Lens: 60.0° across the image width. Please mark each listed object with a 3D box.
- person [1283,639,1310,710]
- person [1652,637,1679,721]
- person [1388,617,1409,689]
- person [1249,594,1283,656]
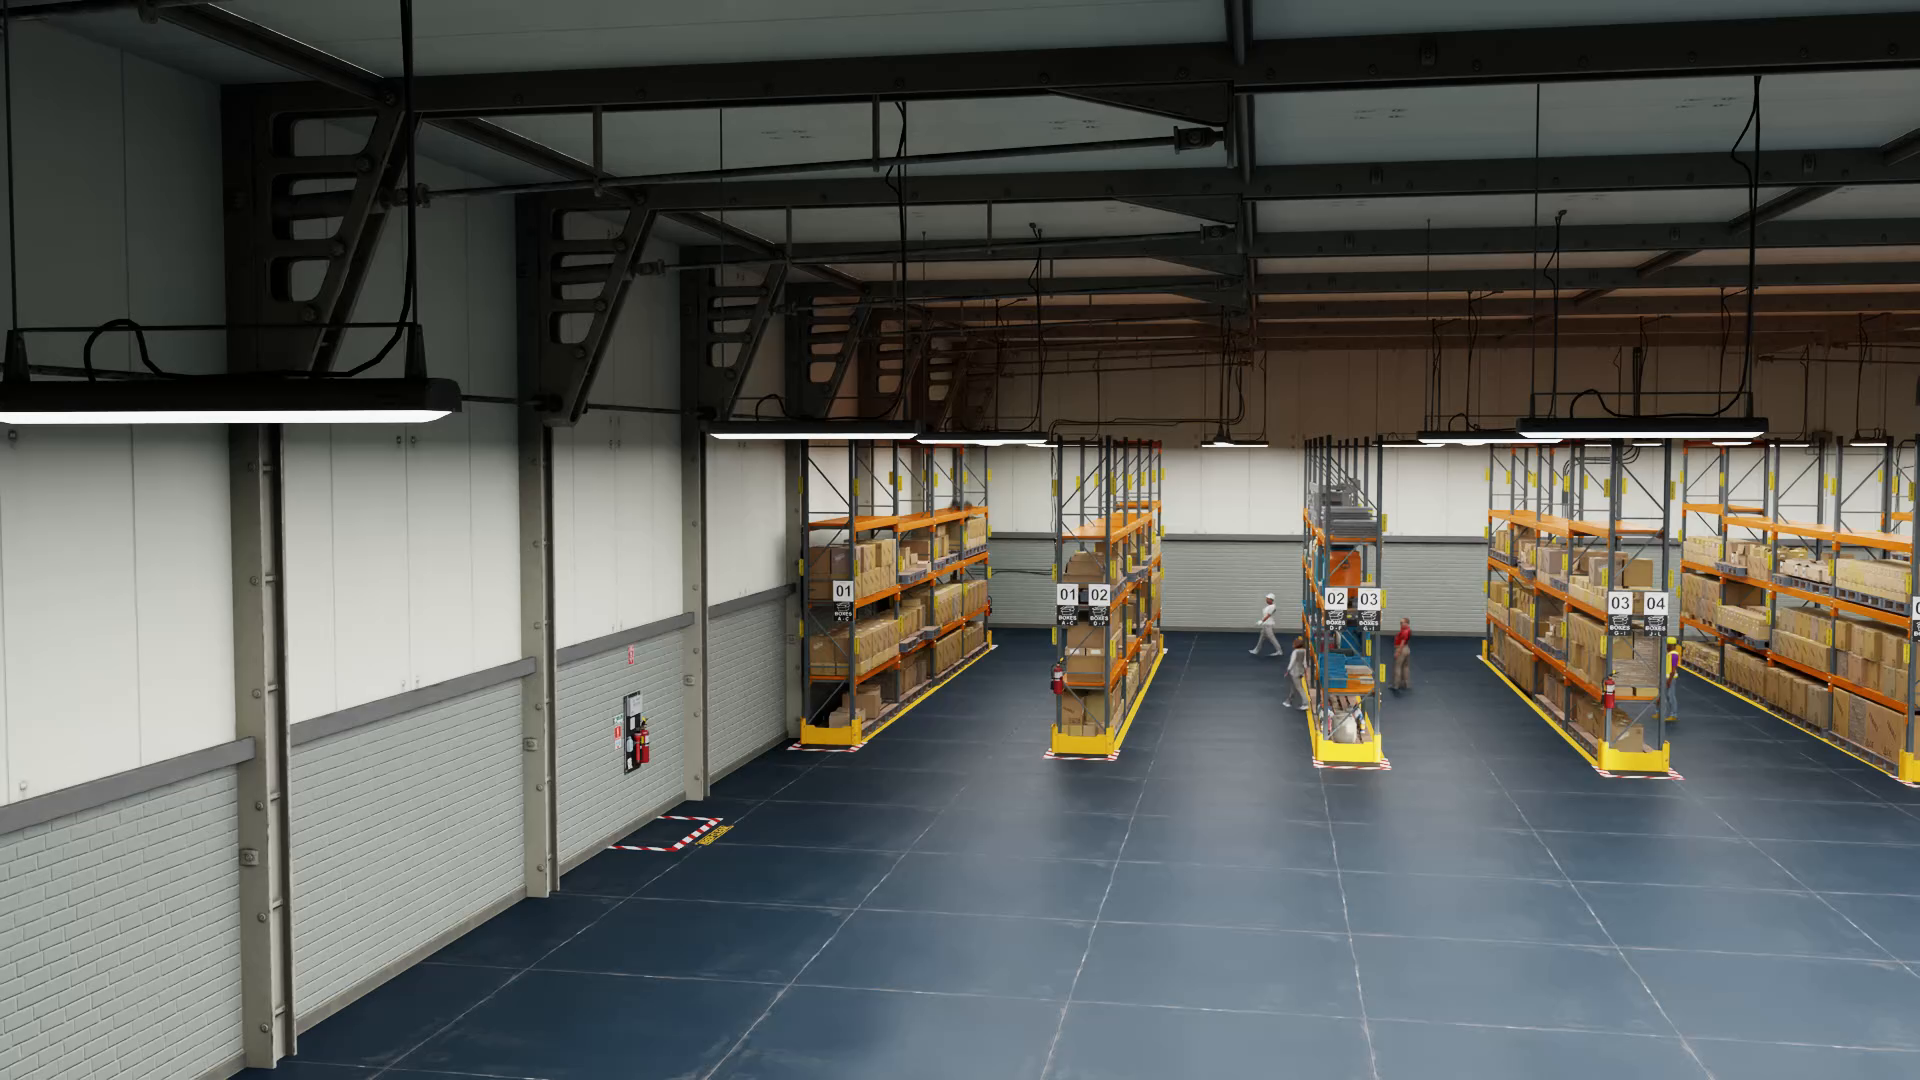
[{"bbox_3d":[7.411,2.945,36.678,0.460,1.547,0.918,-2,4,-39],"label":"person"},{"bbox_3d":[14.973,2.927,35.246,0.507,1.759,0.639,-1,3,-10],"label":"person"},{"bbox_3d":[10.540,2.710,39.853,0.490,1.719,0.619,2,4,34],"label":"person"},{"bbox_3d":[8.467,2.362,46.149,1.075,1.728,0.777,2,4,33],"label":"person"}]
